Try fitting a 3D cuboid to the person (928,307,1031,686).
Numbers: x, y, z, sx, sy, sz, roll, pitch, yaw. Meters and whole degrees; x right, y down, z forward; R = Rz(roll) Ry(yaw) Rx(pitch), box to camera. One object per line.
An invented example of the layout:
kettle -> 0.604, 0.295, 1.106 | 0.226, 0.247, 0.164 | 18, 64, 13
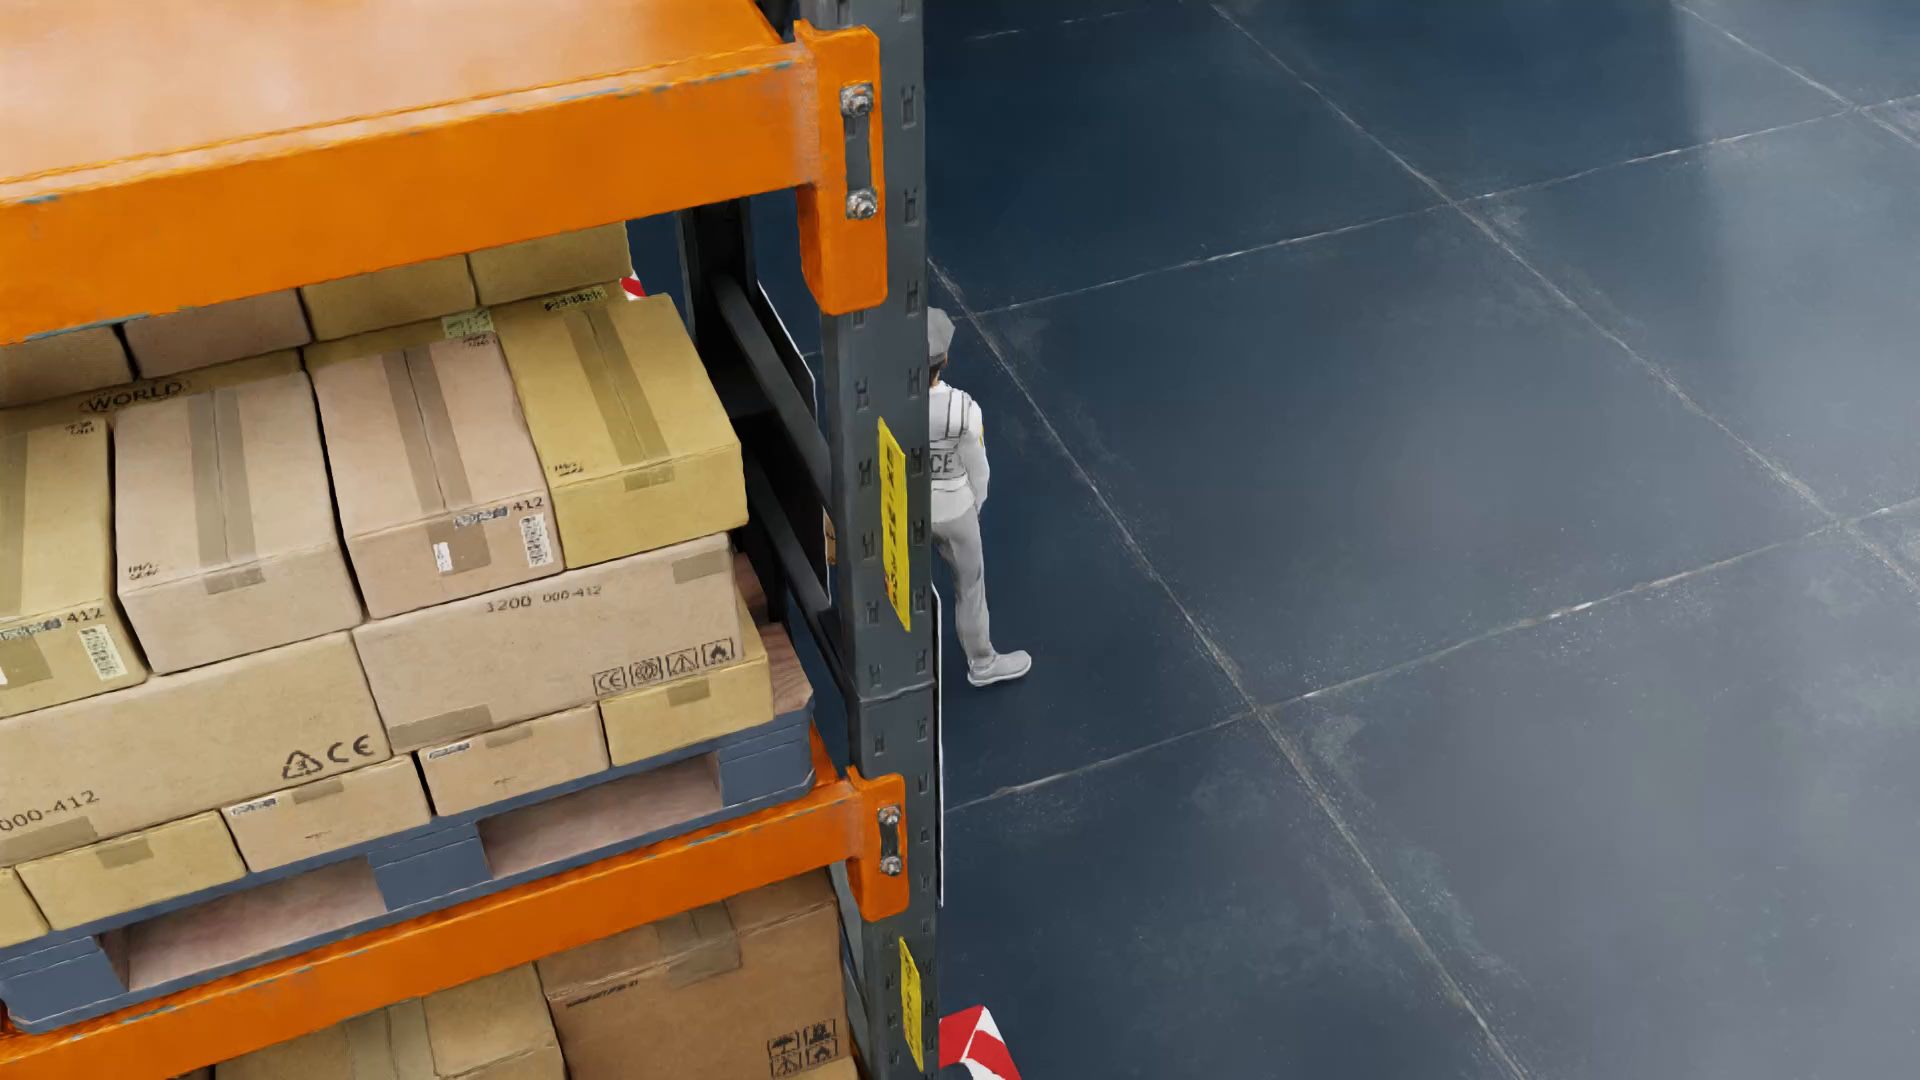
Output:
person -> -0.037, -0.124, 6.275 | 0.658, 1.671, 0.340 | 7, 42, 7
